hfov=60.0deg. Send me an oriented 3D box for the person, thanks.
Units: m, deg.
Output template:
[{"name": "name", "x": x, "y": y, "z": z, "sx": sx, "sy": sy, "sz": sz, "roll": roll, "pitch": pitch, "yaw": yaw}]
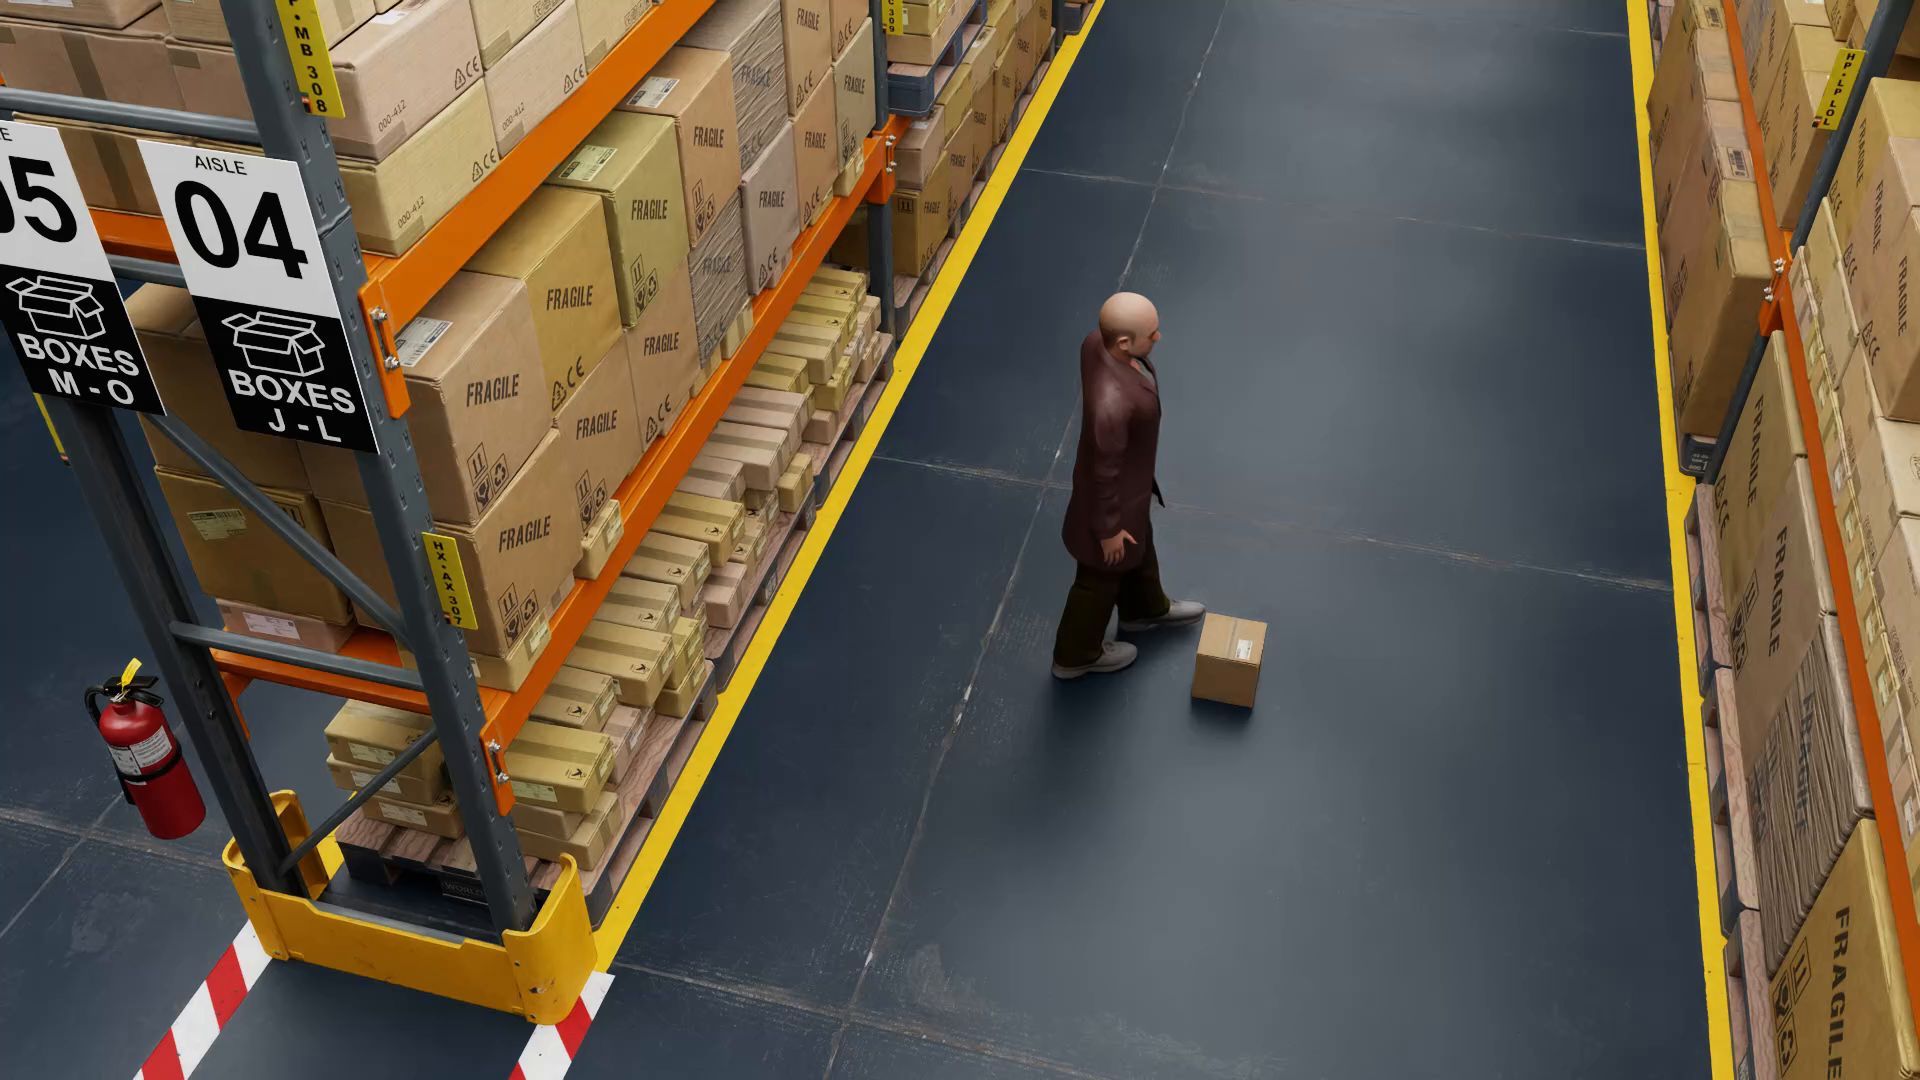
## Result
[{"name": "person", "x": 0.708, "y": -0.194, "z": 6.382, "sx": 0.663, "sy": 1.777, "sz": 0.620, "roll": 0, "pitch": 40, "yaw": 0}]
